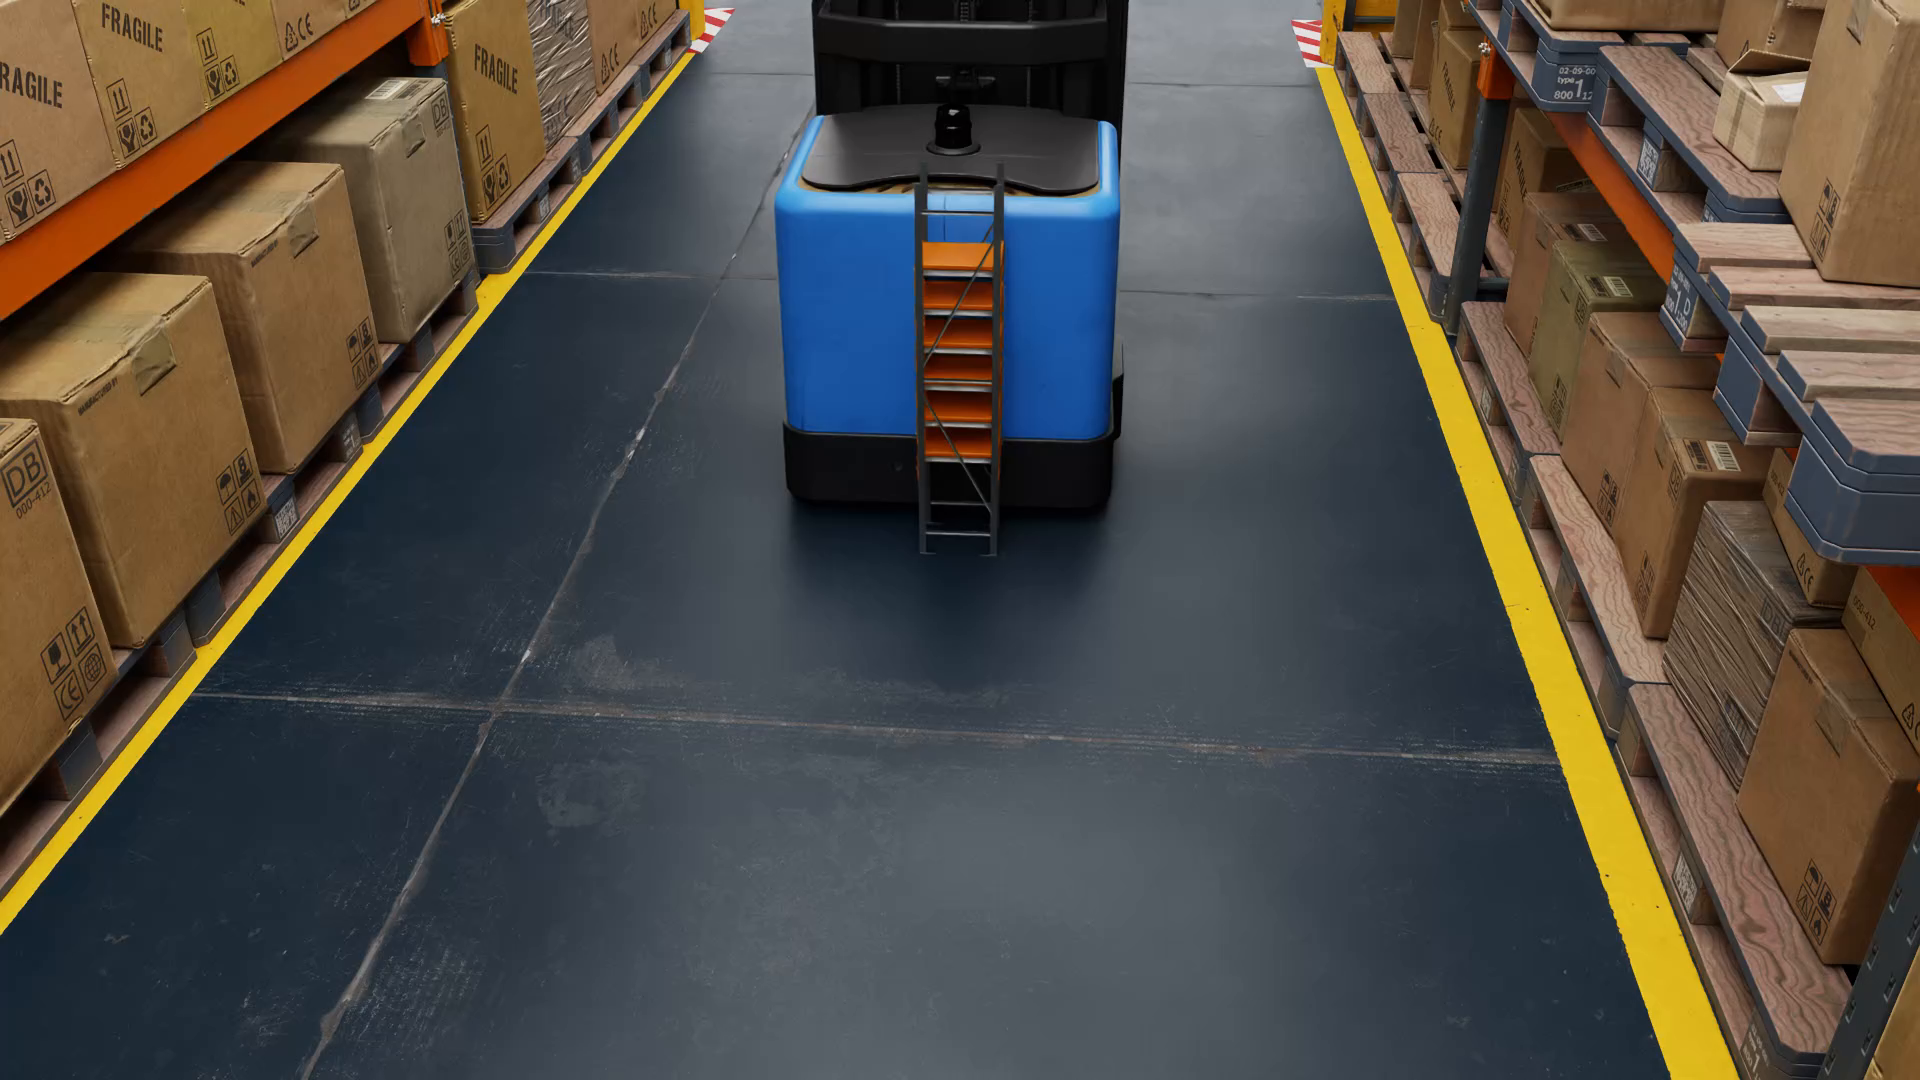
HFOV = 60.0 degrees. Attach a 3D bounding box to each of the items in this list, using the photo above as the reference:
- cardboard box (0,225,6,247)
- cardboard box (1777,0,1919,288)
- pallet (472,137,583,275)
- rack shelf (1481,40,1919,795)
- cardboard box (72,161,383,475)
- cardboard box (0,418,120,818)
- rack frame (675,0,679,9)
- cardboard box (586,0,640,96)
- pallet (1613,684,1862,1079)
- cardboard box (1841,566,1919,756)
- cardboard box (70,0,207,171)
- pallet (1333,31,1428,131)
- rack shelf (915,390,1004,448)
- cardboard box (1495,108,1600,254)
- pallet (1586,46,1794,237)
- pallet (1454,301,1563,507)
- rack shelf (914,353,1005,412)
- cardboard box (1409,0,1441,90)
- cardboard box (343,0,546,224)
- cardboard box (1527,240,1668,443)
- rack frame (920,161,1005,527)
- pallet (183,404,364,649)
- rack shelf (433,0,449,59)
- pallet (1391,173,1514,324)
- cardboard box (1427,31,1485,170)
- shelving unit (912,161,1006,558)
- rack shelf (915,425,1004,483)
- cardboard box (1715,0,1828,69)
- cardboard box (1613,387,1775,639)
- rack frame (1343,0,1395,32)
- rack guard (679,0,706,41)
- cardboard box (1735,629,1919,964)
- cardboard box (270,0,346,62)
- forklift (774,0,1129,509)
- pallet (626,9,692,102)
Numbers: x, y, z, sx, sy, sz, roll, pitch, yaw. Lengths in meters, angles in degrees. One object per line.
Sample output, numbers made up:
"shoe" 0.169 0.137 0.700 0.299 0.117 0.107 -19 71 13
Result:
"cardboard box" -2.499 -0.787 3.572 0.500 0.500 0.500 2 32 4
"cardboard box" 2.042 -0.792 3.180 0.700 0.500 0.500 7 32 11
"pallet" -2.378 -1.554 7.570 1.003 0.211 1.213 2 32 4
"rack shelf" 2.255 -0.730 4.261 1.077 0.370 4.000 2 32 4
"cardboard box" -2.561 -0.735 5.327 1.050 0.750 0.750 2 32 4
"cardboard box" -2.704 0.210 3.795 1.050 0.750 0.750 2 32 3
"rack frame" -2.192 -4.438 9.592 1.000 3.000 0.127 2 32 4
"cardboard box" -2.251 -2.895 8.713 0.875 0.875 0.875 2 32 3
"pallet" 2.157 0.788 3.769 1.003 0.211 1.213 2 32 4
"cardboard box" 2.116 0.216 3.289 0.500 0.250 0.500 4 32 6
"cardboard box" -2.415 -1.311 4.422 0.500 0.500 0.500 2 32 3
"pallet" 2.636 -2.523 9.143 1.003 0.211 1.213 2 32 4
"rack shelf" 0.000 -0.369 5.019 0.258 0.103 0.180 2 32 3
"cardboard box" 2.490 -1.404 6.651 0.500 0.500 0.500 2 32 2
"pallet" 2.212 -0.945 4.108 1.003 0.211 1.213 2 32 4
"pallet" 2.356 -0.487 5.840 1.003 0.211 1.213 2 32 4
"rack shelf" 0.000 -0.472 4.956 0.258 0.103 0.180 2 32 3
"cardboard box" 2.661 -2.648 8.670 0.500 0.500 0.500 11 33 17
"cardboard box" -2.397 -1.947 7.174 0.875 0.875 0.875 3 32 5
"cardboard box" 2.288 -0.636 5.386 0.700 0.500 0.500 2 32 4
"rack frame" 0.006 -0.557 5.011 0.240 1.200 0.006 2 32 3
"pallet" -2.602 -0.113 5.232 1.003 0.211 1.213 2 32 4
"rack shelf" -2.355 -3.086 8.084 1.077 0.370 4.000 2 32 4
"pallet" 2.437 -1.247 7.073 1.003 0.211 1.213 2 32 4
"cardboard box" 2.501 -2.032 7.670 0.500 0.500 0.500 0 32 0
"shelving unit" 0.000 -0.509 4.933 0.258 1.200 0.189 2 32 3
"rack shelf" 0.000 -0.267 5.082 0.258 0.103 0.180 2 32 3
"cardboard box" 2.368 -1.394 4.154 0.797 0.503 0.637 6 32 9
"cardboard box" 2.198 -0.052 4.438 0.700 0.500 0.500 5 32 8
"rack frame" 2.743 -4.173 9.163 1.000 3.000 0.127 2 32 4
"rack guard" -2.190 -3.386 10.269 1.175 0.500 0.348 2 32 4
"cardboard box" 2.126 0.536 3.485 0.700 0.500 0.500 1 32 1
"cardboard box" -2.335 -1.841 5.282 0.500 0.500 0.500 2 32 3
"forklift" 0.051 -2.092 5.851 1.130 2.935 3.031 2 32 3
"pallet" -2.179 -2.829 9.640 1.003 0.211 1.213 2 32 4
